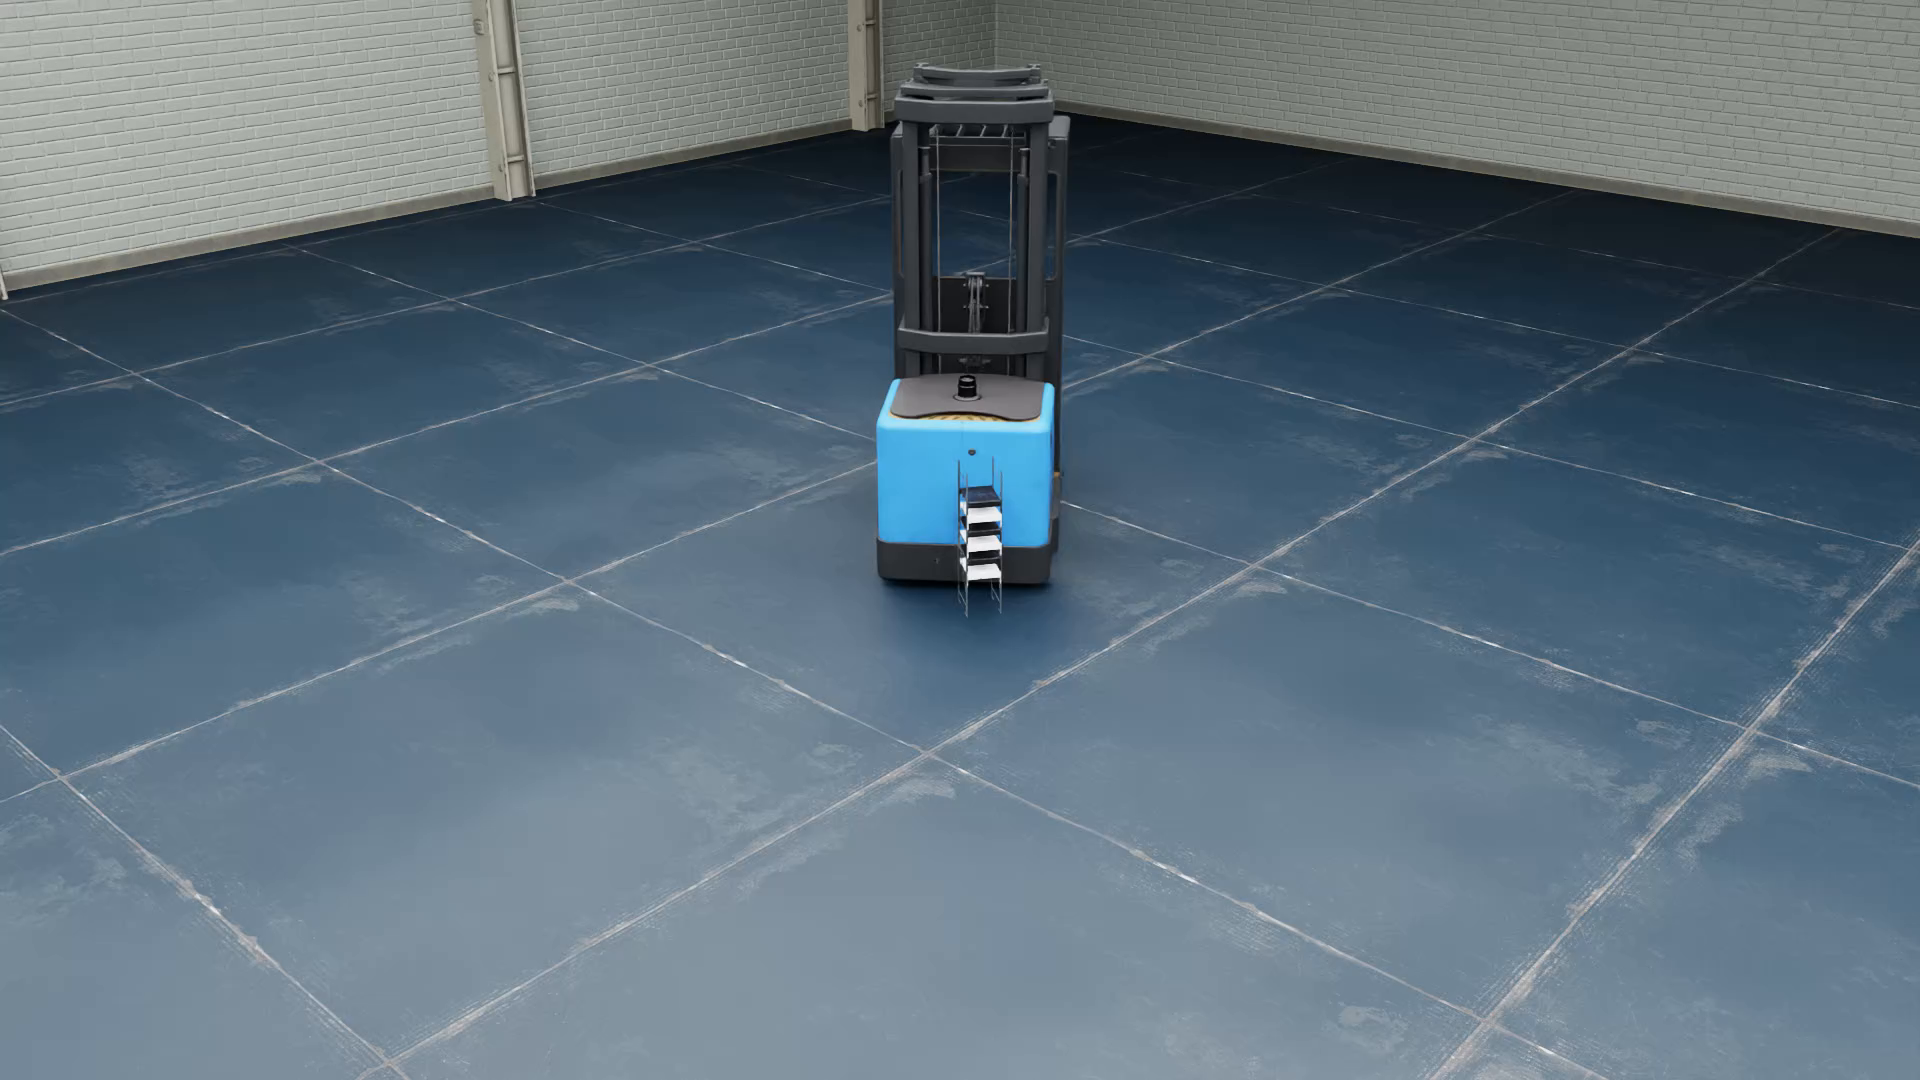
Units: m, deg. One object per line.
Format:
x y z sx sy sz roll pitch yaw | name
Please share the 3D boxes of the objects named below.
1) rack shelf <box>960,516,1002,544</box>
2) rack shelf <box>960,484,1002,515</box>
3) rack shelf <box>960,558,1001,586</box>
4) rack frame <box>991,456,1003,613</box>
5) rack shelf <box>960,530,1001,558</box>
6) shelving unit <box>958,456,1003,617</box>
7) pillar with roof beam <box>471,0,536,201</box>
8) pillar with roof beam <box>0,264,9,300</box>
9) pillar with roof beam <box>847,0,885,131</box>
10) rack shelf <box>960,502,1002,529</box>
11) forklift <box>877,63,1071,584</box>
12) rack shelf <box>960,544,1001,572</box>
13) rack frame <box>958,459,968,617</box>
0.115 -0.069 9.666 0.200 0.077 0.258 -5 25 -11 | rack shelf
0.115 -0.234 9.592 0.200 0.077 0.258 -5 25 -11 | rack shelf
0.115 0.177 9.777 0.200 0.077 0.258 -5 25 -11 | rack shelf
0.214 -0.026 9.709 0.006 0.900 0.240 -5 25 -11 | rack frame
0.115 0.013 9.703 0.200 0.077 0.258 -5 25 -11 | rack shelf
0.115 -0.018 9.689 0.210 0.900 0.258 -5 25 -11 | shelving unit
-2.132 -7.050 15.474 9.100 9.000 0.400 20 31 38 | pillar with roof beam
-6.136 -5.222 11.397 9.100 9.000 0.400 20 31 38 | pillar with roof beam
1.873 -8.878 19.551 9.100 9.000 0.400 20 31 38 | pillar with roof beam
0.115 -0.151 9.629 0.200 0.077 0.258 -5 25 -11 | rack shelf
0.140 -1.640 10.824 1.130 2.935 3.031 2 24 4 | forklift
0.115 0.095 9.740 0.200 0.077 0.258 -5 25 -11 | rack shelf
0.016 -0.009 9.670 0.006 0.900 0.240 -5 25 -11 | rack frame
